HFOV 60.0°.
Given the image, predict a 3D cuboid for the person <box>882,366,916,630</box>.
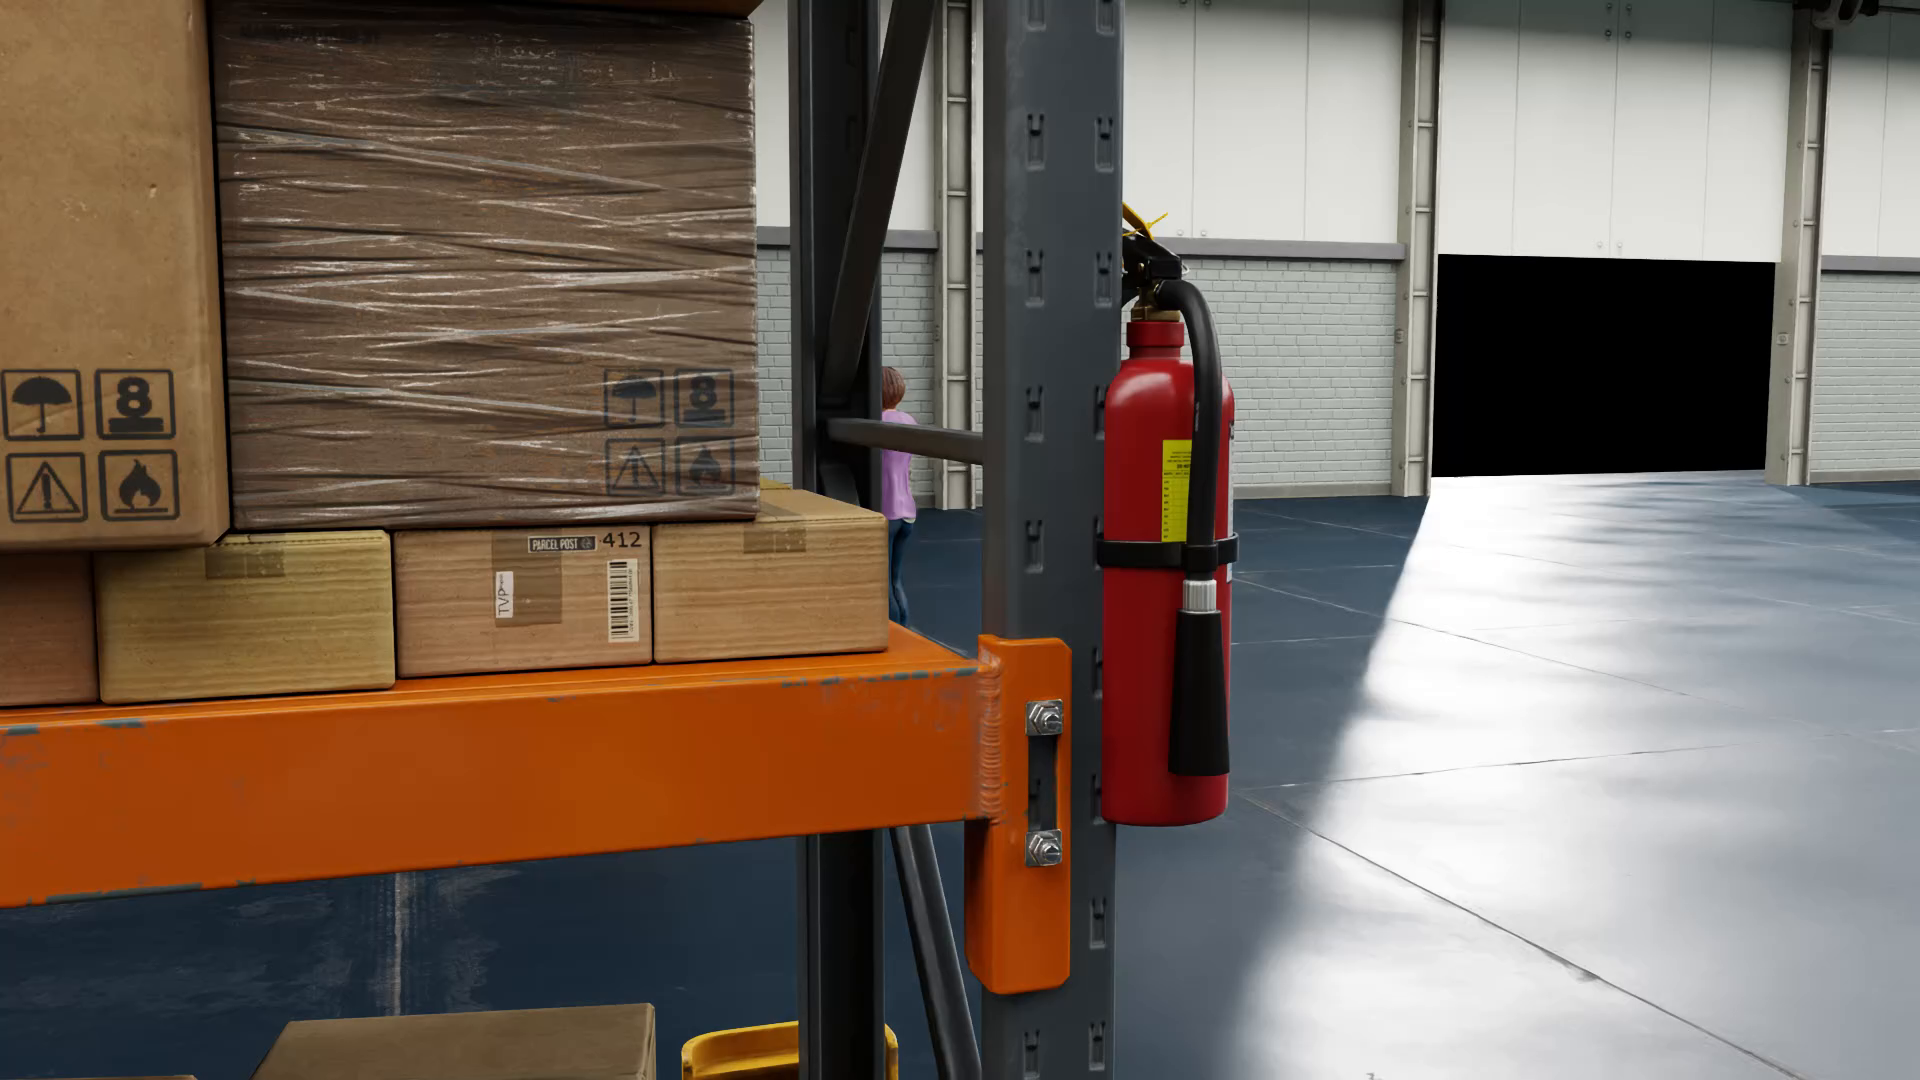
[{"bbox_3d":[-0.386,-0.087,8.587,0.326,1.615,0.491,4,7,31],"label":"person"}]
